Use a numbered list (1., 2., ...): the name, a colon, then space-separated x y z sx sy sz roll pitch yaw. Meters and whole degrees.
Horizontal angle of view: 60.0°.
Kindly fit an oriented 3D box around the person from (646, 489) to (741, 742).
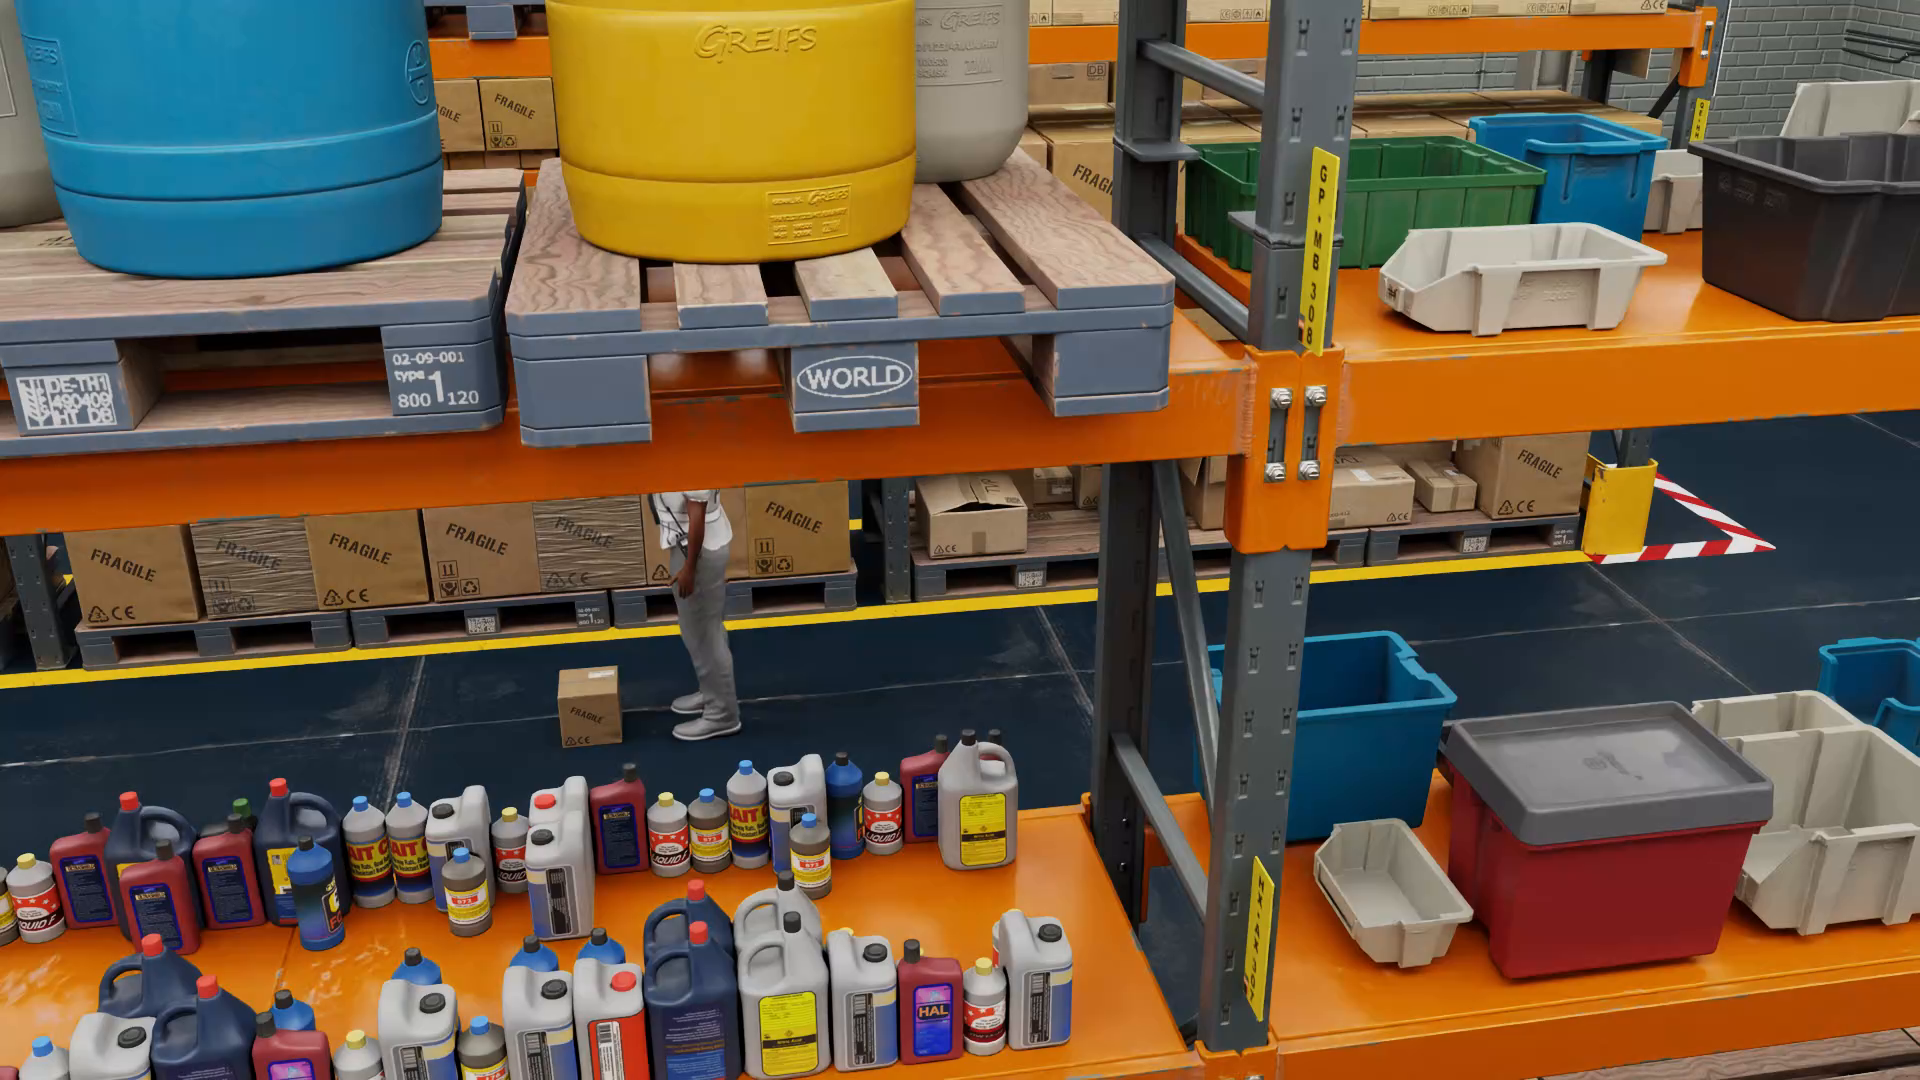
1. person: -1.122 0.037 6.992 0.340 1.686 0.435 -4 24 -8
